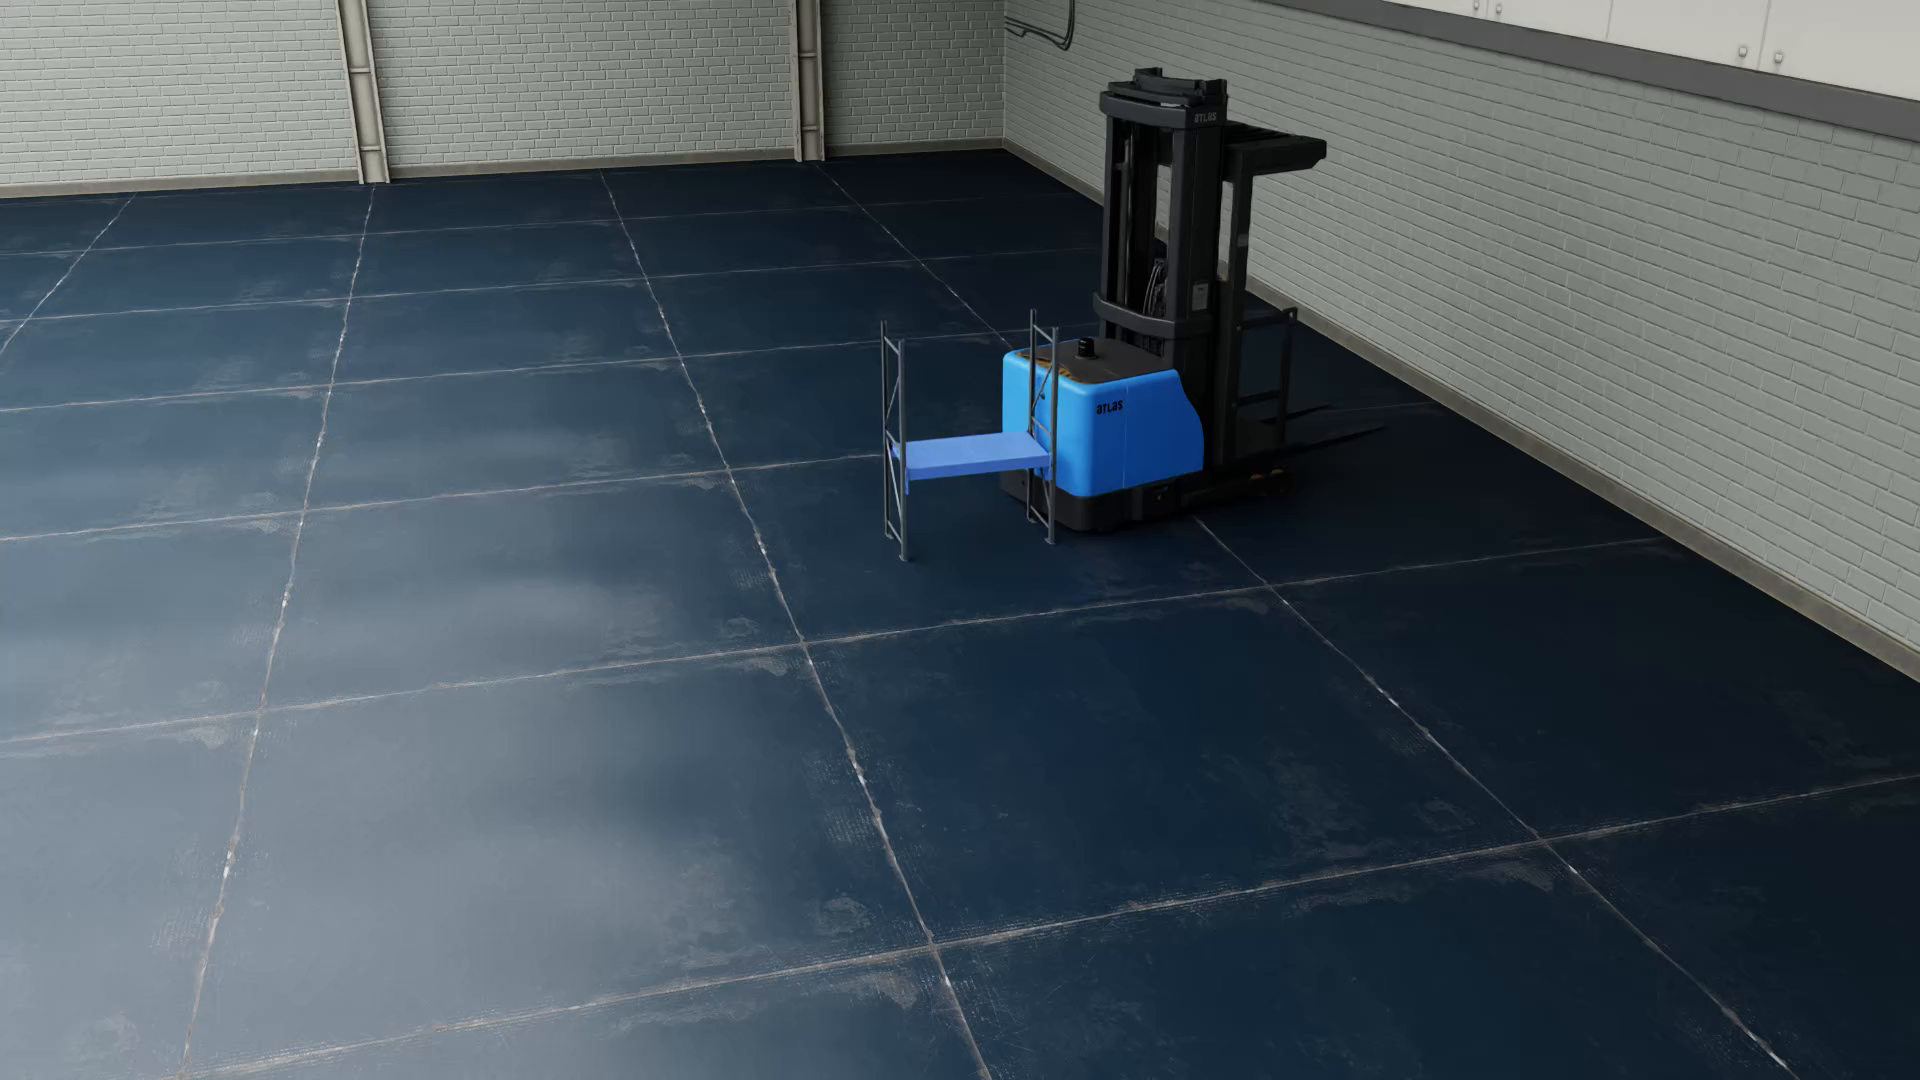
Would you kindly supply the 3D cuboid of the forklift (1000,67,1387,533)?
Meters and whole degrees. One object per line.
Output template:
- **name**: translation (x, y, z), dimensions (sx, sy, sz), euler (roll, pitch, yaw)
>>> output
- **forklift**: translation (1.809, -1.815, 11.764), dimensions (3.031, 2.935, 1.130), euler (-14, 27, -29)

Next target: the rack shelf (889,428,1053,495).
- **rack shelf**: translation (0.061, -0.527, 11.032), dimensions (1.000, 0.185, 0.538), euler (-6, 24, -15)

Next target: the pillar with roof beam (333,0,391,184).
- **pillar with roof beam**: translation (-6.794, -7.385, 17.049), dimensions (0.400, 9.000, 9.100), euler (-6, 24, -14)

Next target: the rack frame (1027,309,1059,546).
- **rack frame**: translation (0.550, -0.747, 11.090), dimensions (0.032, 1.500, 0.500), euler (-6, 24, -15)

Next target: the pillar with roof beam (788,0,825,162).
- **pillar with roof beam**: translation (-1.017, -8.024, 18.538), dimensions (0.400, 9.000, 9.100), euler (-6, 24, -14)

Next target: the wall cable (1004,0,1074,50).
- **wall cable**: translation (1.014, -8.043, 22.521), dimensions (0.112, 2.526, 3.097), euler (-6, 24, -14)

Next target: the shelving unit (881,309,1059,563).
- **shelving unit**: translation (0.061, -0.692, 10.961), dimensions (1.048, 1.500, 0.538), euler (-6, 24, -15)

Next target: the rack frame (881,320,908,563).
- **rack frame**: translation (-0.427, -0.637, 10.832), dimensions (0.032, 1.500, 0.500), euler (-6, 24, -15)
